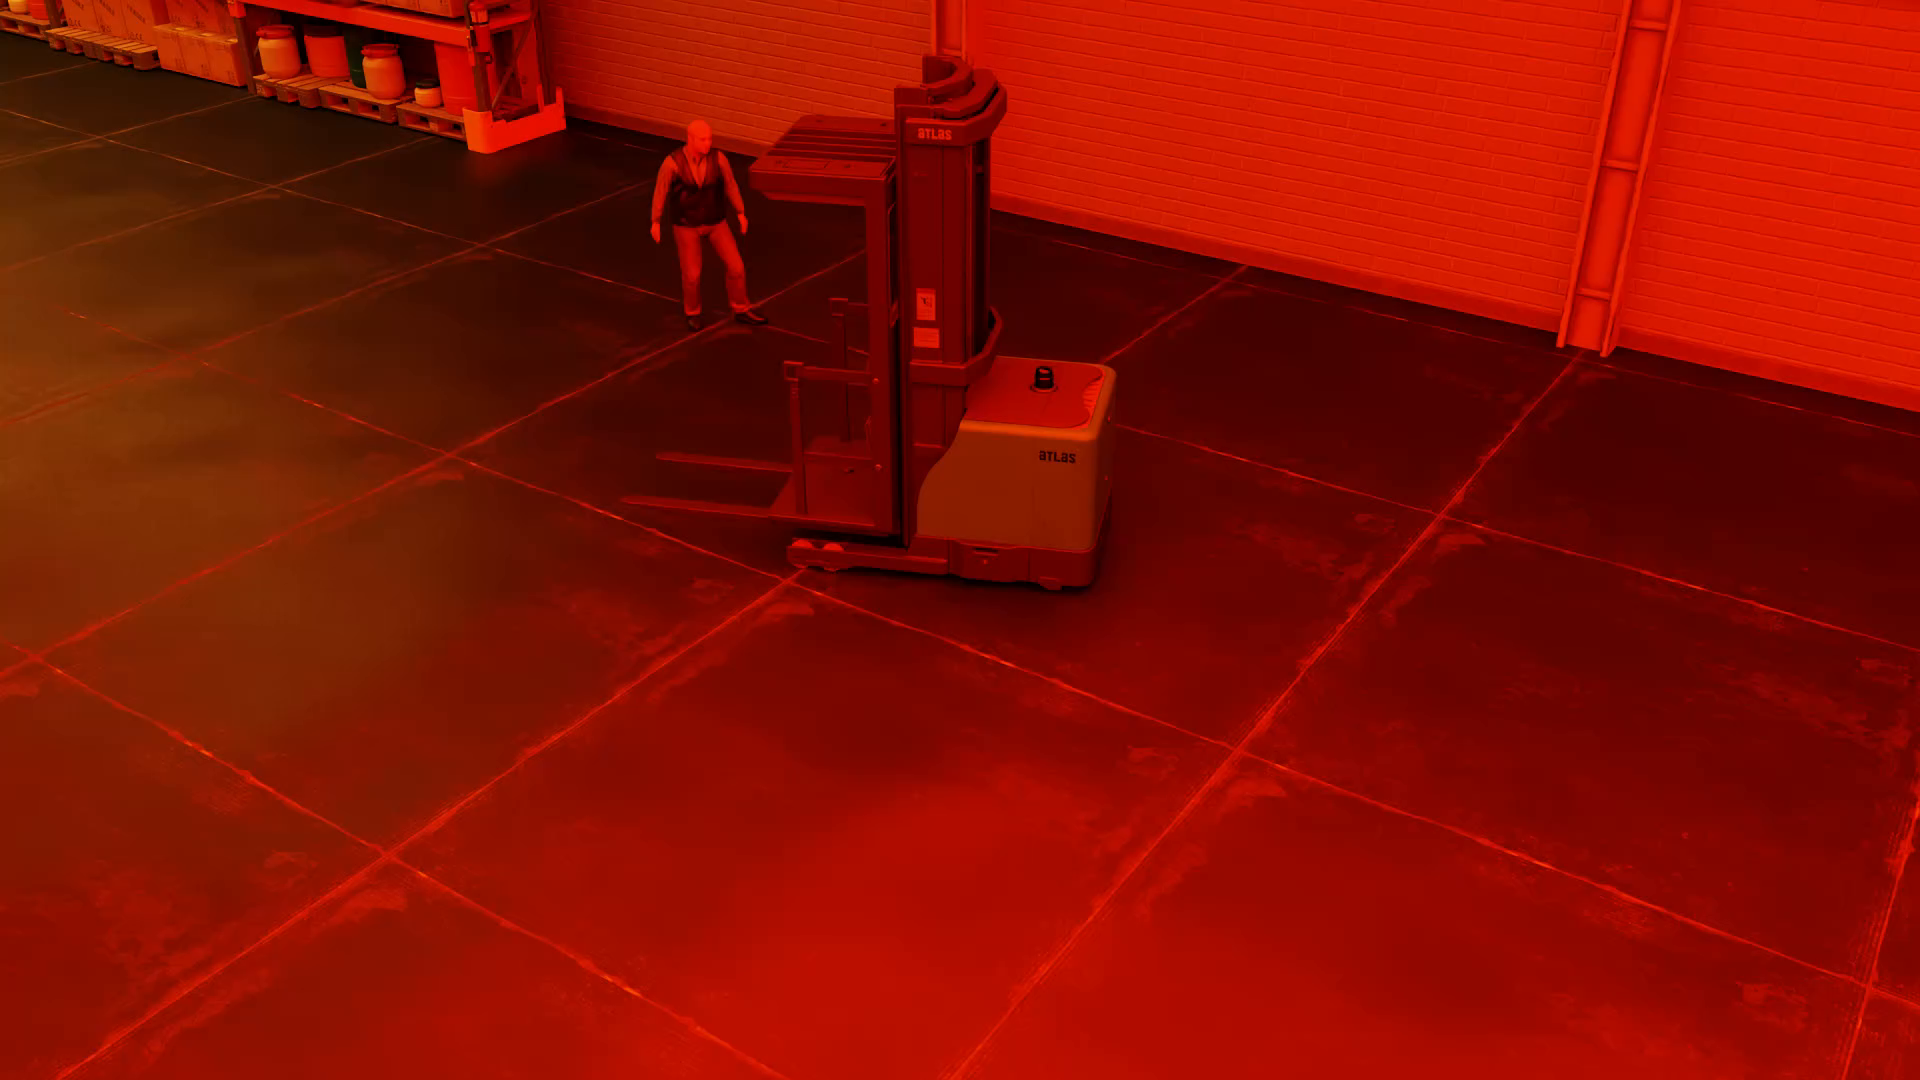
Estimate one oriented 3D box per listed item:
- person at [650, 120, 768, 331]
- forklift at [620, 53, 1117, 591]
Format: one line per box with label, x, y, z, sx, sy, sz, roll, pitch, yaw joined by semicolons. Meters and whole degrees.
person;-2.011;-2.489;13.108;0.840;1.693;0.386;-11;32;-19
forklift;-0.596;-1.330;9.871;3.031;2.935;1.130;6;31;10
